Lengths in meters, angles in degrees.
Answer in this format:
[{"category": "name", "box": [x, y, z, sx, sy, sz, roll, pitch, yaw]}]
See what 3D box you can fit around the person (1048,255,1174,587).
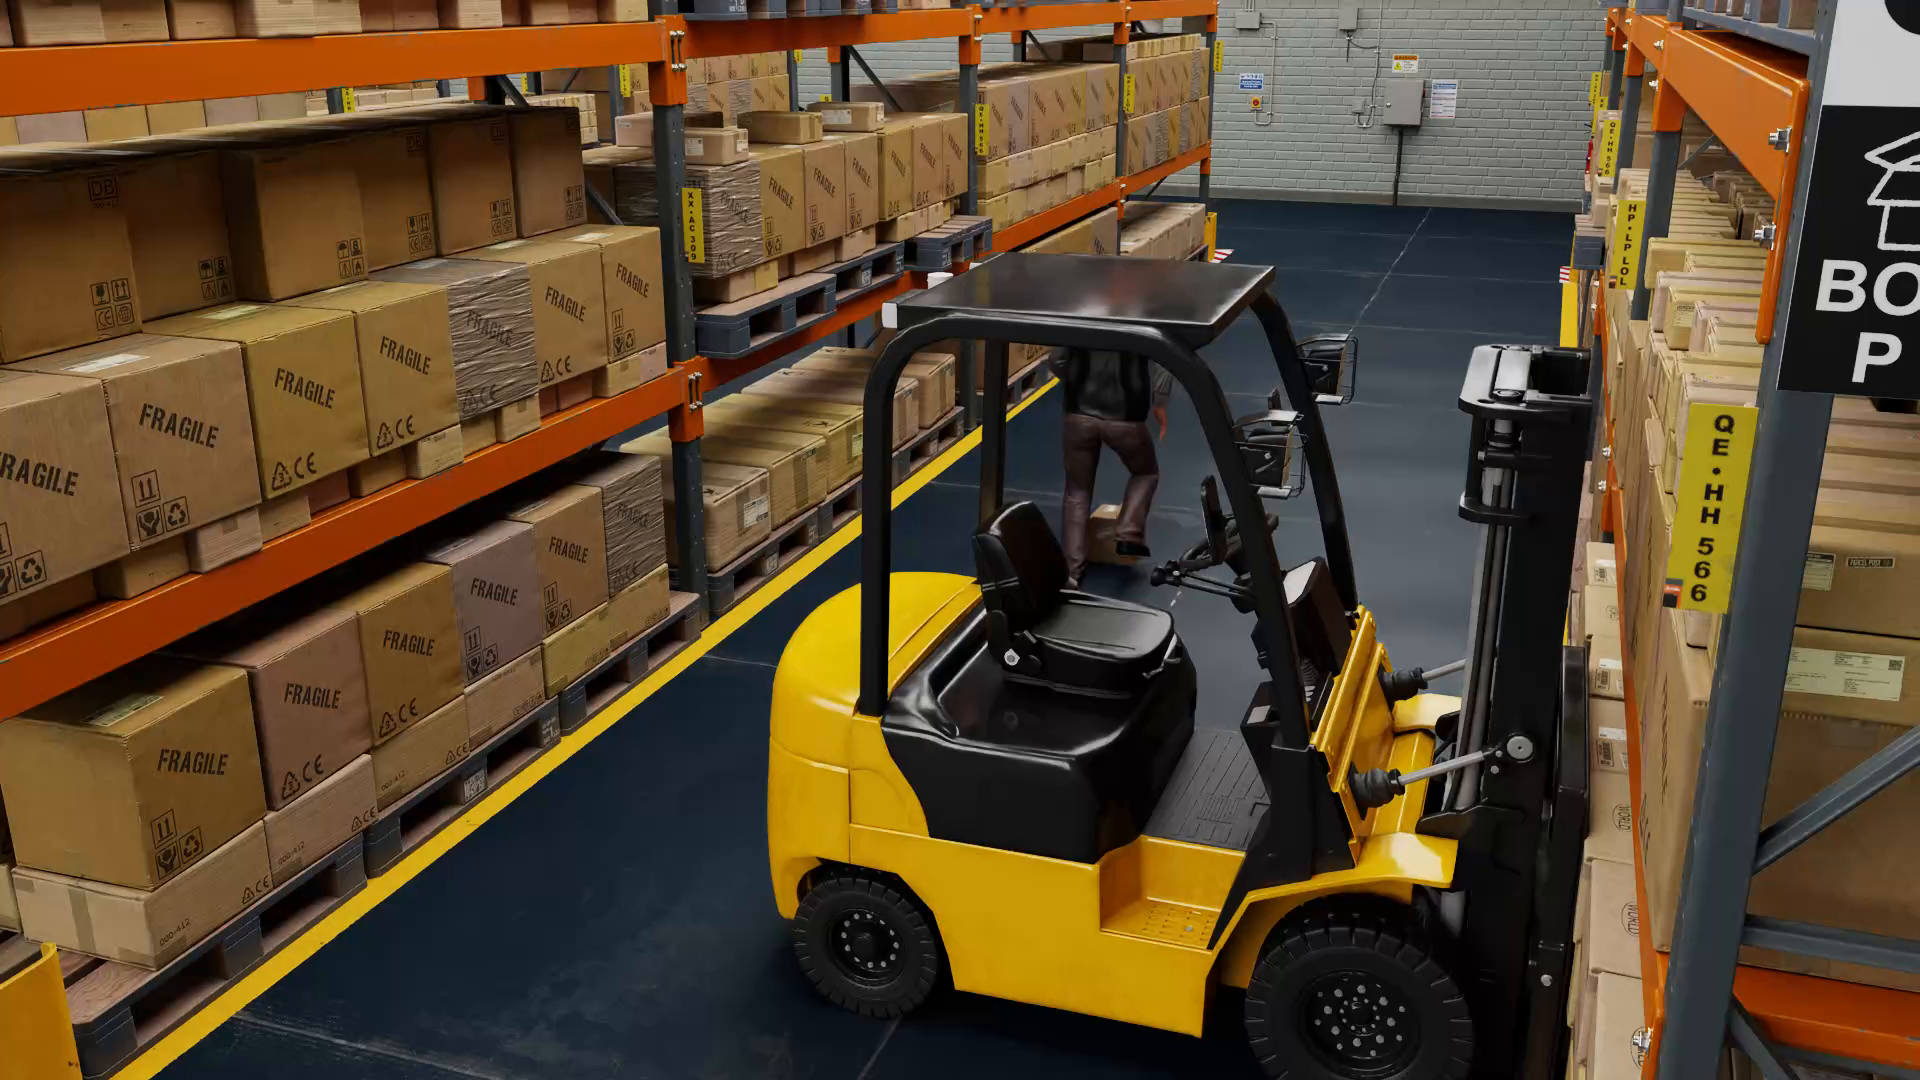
[{"category": "person", "box": [0.772, -0.625, 8.580, 0.682, 1.645, 0.738, 5, 19, 13]}]
